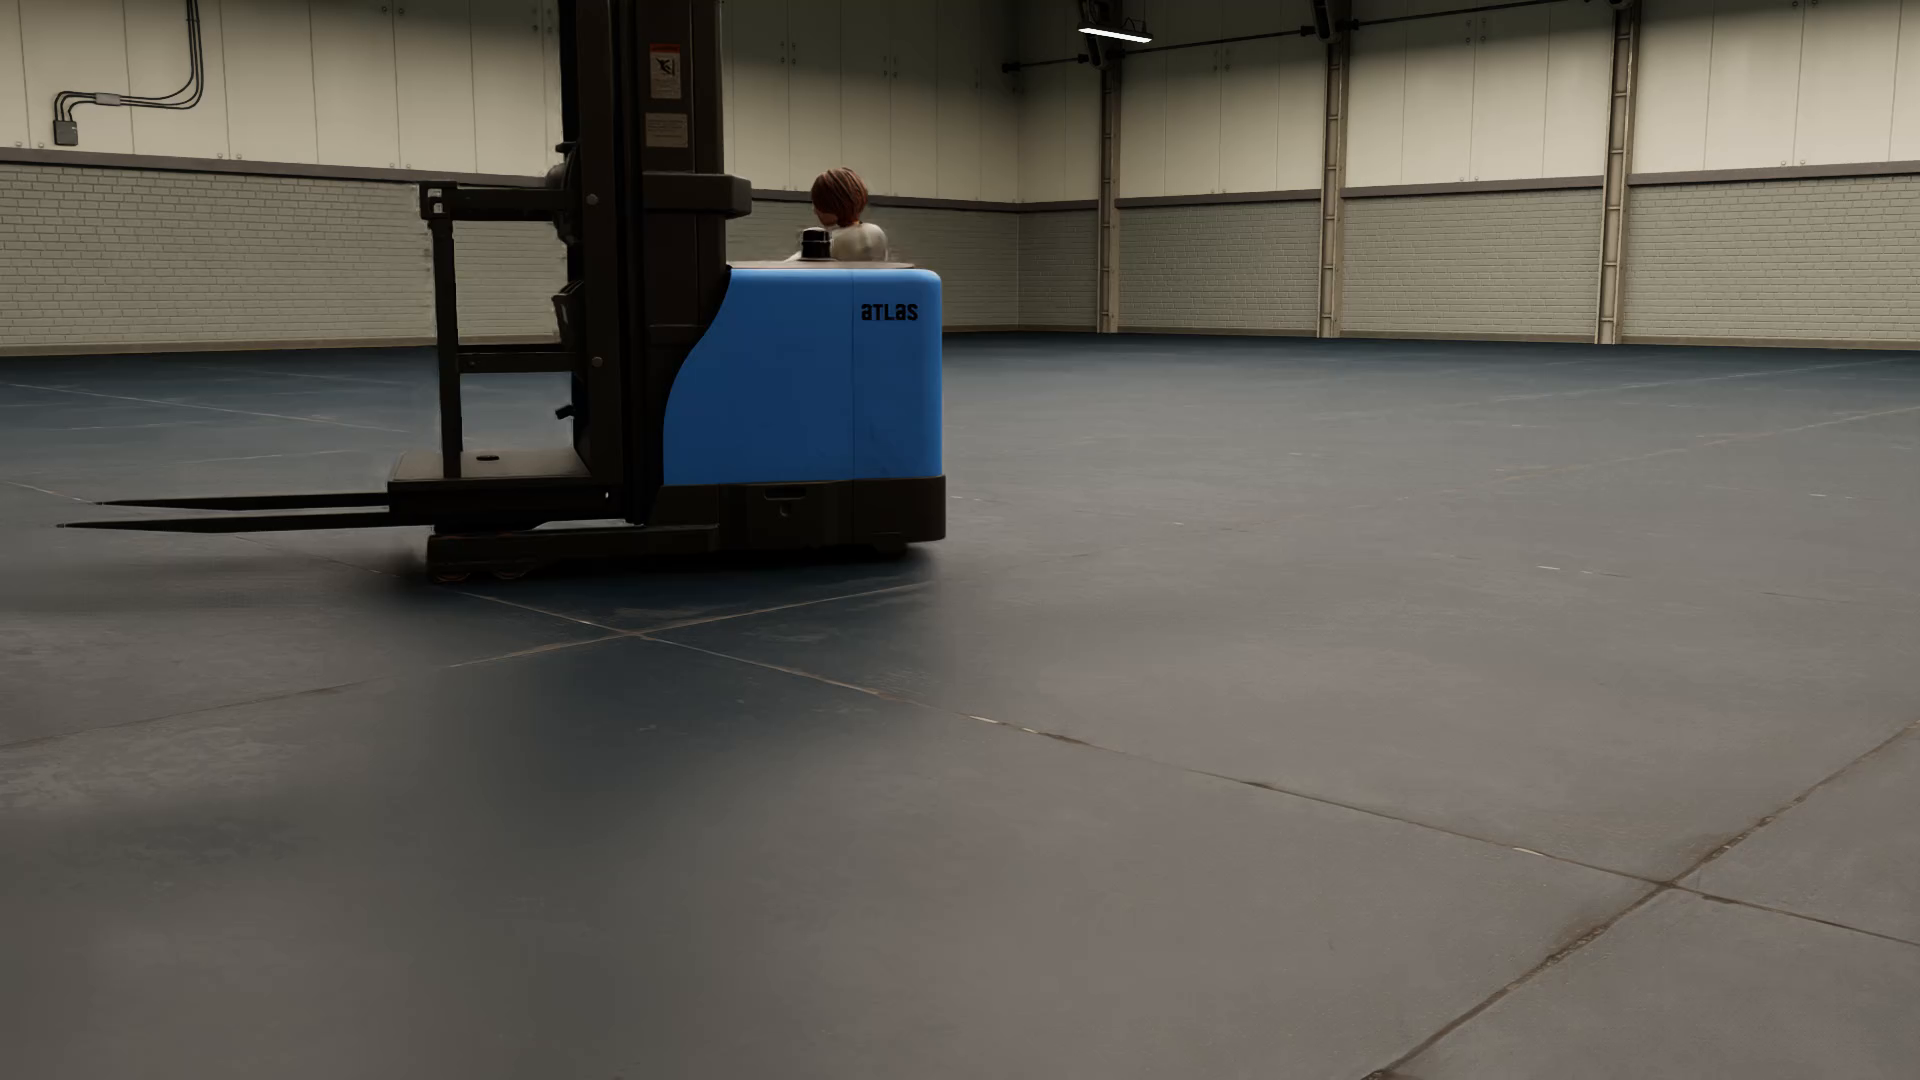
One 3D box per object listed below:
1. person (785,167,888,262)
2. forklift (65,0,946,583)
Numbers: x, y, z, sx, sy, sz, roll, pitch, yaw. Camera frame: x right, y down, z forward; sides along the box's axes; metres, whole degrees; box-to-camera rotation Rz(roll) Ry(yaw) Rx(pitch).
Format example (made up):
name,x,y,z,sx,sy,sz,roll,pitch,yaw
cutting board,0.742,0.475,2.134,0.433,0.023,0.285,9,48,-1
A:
name,x,y,z,sx,sy,sz,roll,pitch,yaw
person,-0.572,-0.786,6.977,0.795,1.488,0.767,4,10,26
forklift,-1.630,-1.390,6.102,3.031,2.935,1.130,-2,9,-16
